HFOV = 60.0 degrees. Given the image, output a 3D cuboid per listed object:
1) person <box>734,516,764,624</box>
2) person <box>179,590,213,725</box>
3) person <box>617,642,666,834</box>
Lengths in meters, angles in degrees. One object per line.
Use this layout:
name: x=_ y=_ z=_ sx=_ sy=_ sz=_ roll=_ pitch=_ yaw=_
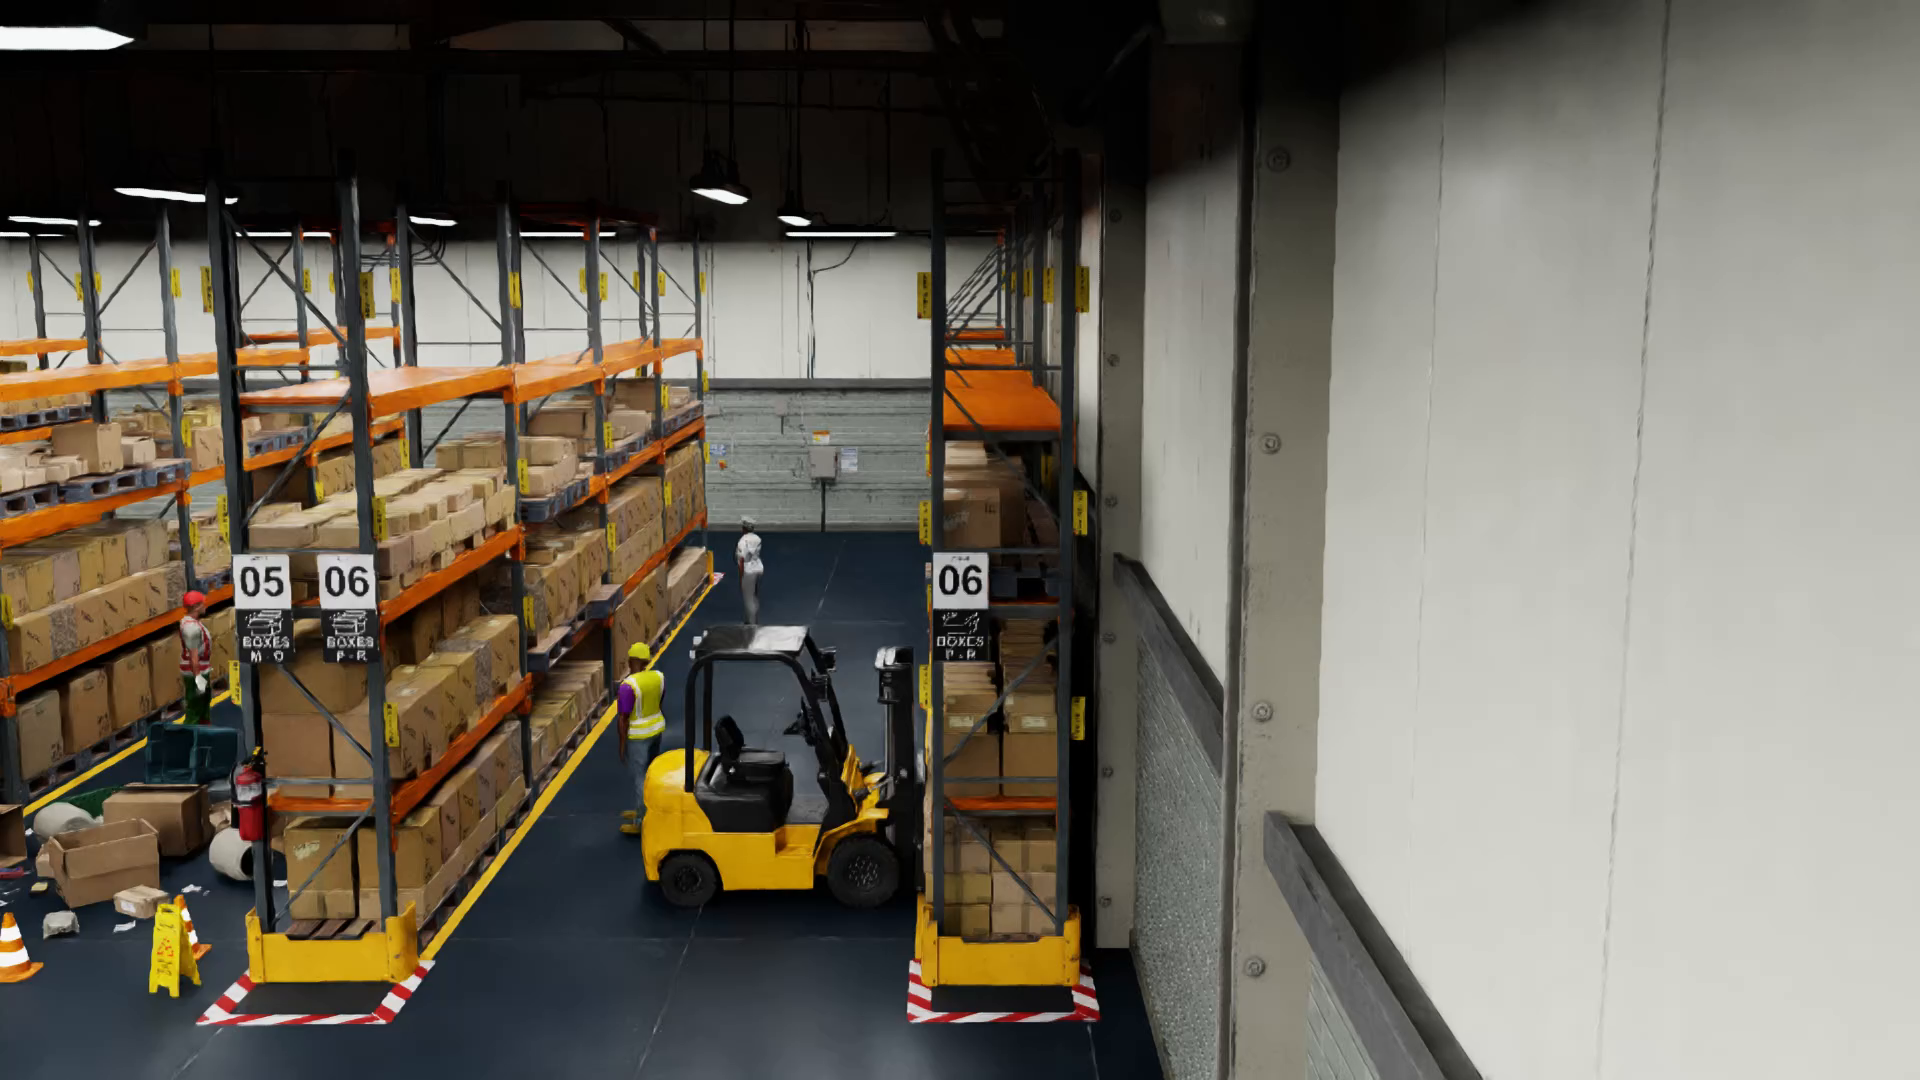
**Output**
person: x=-3.075 y=0.502 z=24.016 sx=0.465 sy=1.676 sz=0.498 roll=5 pitch=10 yaw=29
person: x=-8.138 y=1.422 z=17.856 sx=0.468 sy=1.794 sz=0.625 roll=-4 pitch=10 yaw=-23
person: x=-3.015 y=1.817 z=15.510 sx=0.497 sy=1.765 sz=0.625 roll=5 pitch=11 yaw=30
